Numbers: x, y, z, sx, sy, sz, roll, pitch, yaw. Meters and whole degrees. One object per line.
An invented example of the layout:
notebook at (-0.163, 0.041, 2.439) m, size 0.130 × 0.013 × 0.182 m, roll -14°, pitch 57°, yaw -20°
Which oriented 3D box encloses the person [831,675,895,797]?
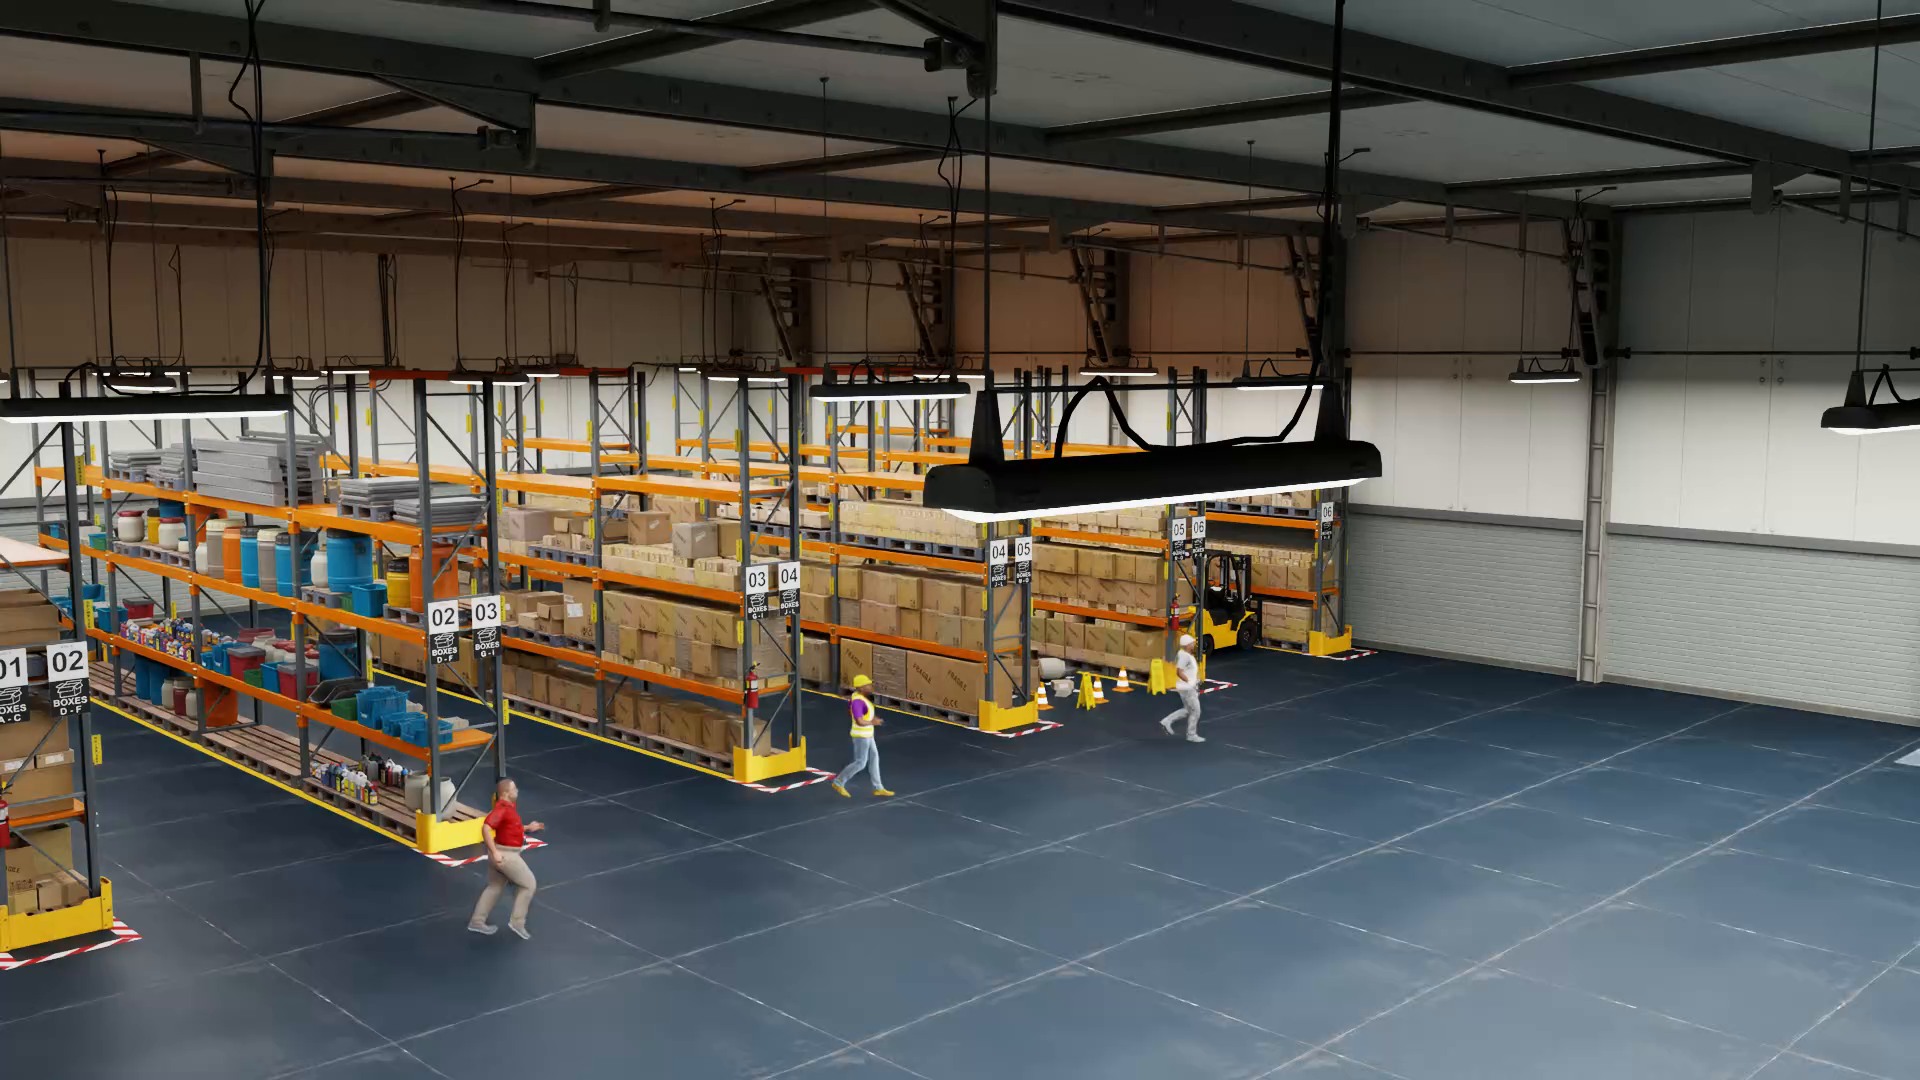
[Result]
person at (-1.377, 2.774, 23.540) m, size 0.893 × 1.752 × 0.681 m, roll 0°, pitch 6°, yaw 2°

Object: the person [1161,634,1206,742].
person at (3.640, 2.410, 27.046) m, size 0.733 × 1.760 × 0.690 m, roll 1°, pitch 6°, yaw 5°

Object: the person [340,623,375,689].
person at (-11.193, 1.976, 30.798) m, size 0.622 × 1.796 × 1.154 m, roll -6°, pitch 9°, yaw -44°

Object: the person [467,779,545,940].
person at (-4.893, 3.466, 17.966) m, size 0.841 × 1.791 × 0.628 m, roll -3°, pitch 7°, yaw -24°
